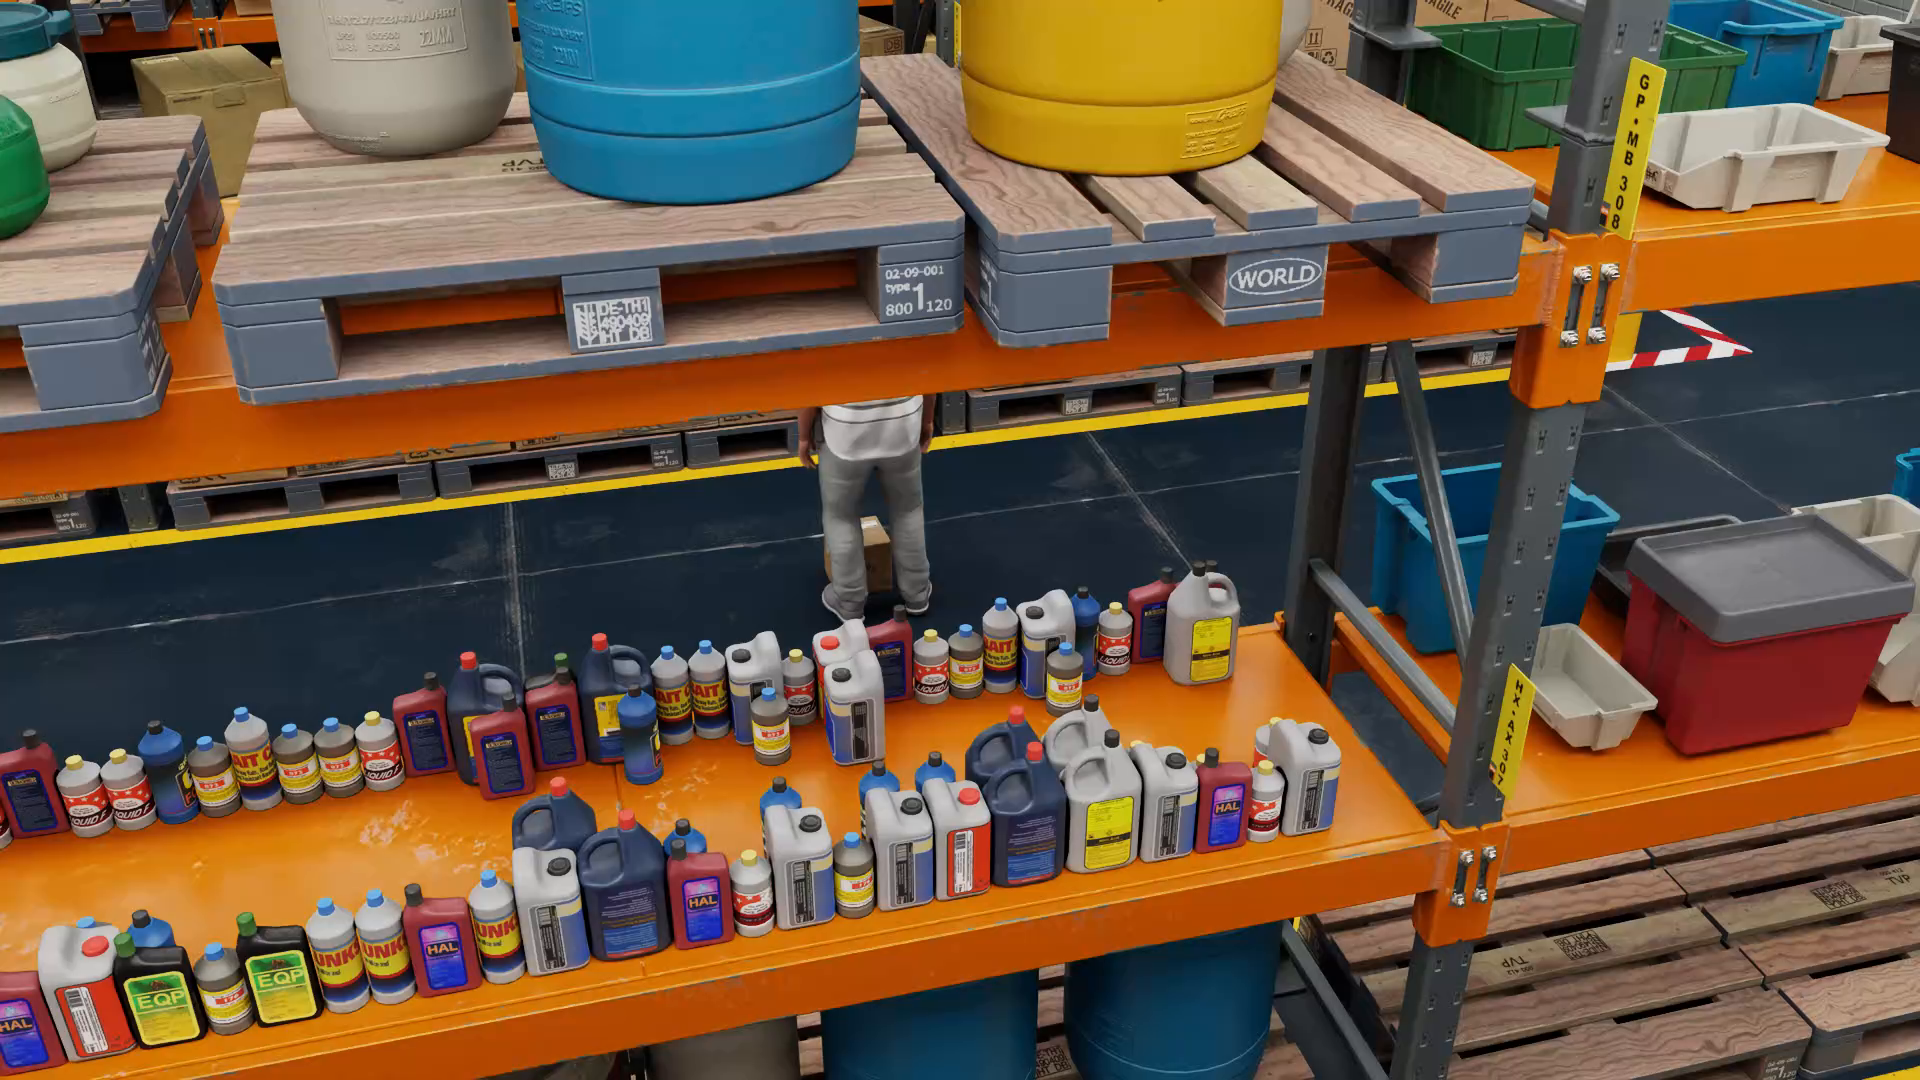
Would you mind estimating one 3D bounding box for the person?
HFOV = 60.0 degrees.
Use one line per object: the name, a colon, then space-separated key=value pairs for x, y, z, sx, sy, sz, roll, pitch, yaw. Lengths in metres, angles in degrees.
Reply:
person: x=-0.379 y=-0.445 z=6.891 sx=0.591 sy=1.748 sz=0.435 roll=-8 pitch=31 yaw=-14
